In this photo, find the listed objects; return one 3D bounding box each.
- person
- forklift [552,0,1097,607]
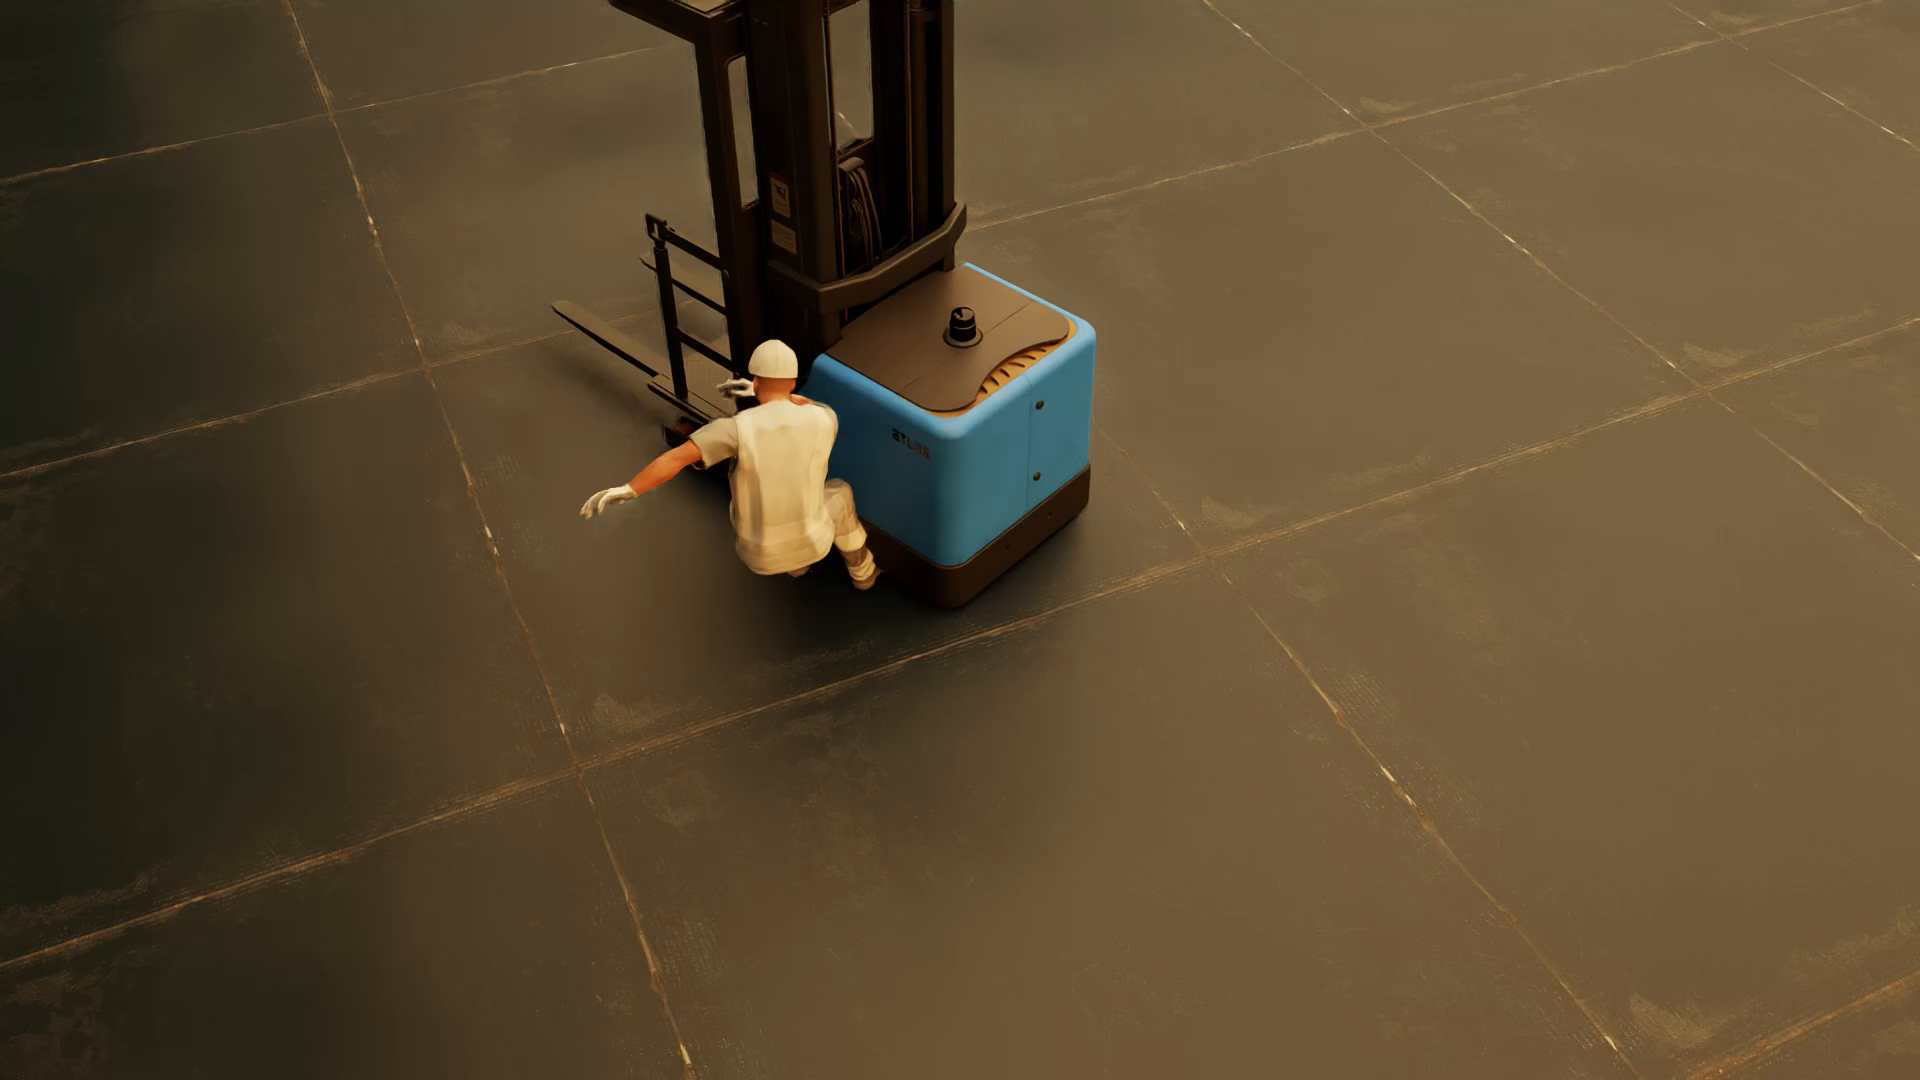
[{"bbox_3d":[-0.920,-0.166,6.992,1.311,1.431,0.843,-11,44,-12],"label":"person"},{"bbox_3d":[-0.822,-1.643,7.441,3.031,2.935,1.130,31,51,29],"label":"forklift"}]
